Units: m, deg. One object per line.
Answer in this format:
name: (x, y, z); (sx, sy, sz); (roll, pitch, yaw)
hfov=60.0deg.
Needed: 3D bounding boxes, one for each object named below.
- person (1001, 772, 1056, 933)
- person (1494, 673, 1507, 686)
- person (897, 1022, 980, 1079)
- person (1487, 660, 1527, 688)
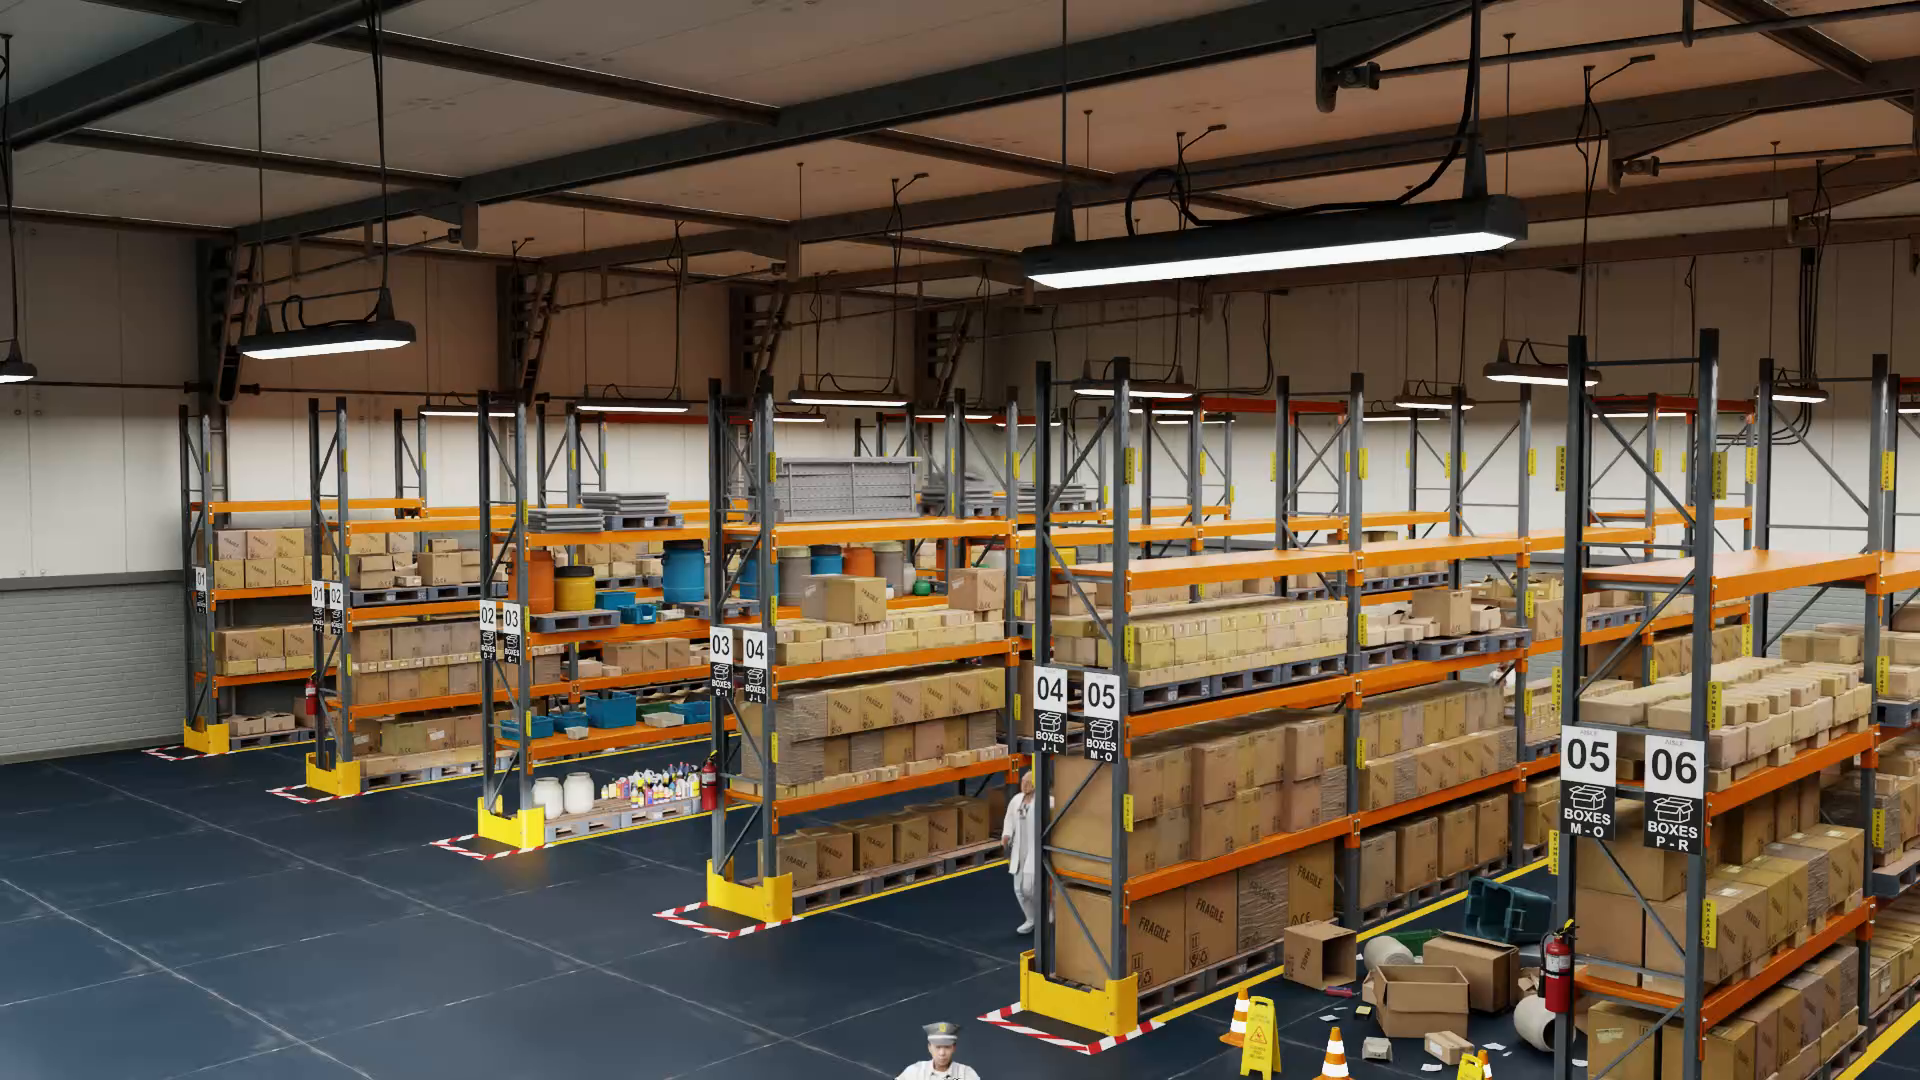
person: (0.768, 3.356, 17.864); (0.745, 1.739, 0.652); (2, 4, 35)
person: (8.190, 2.941, 25.279); (0.814, 1.844, 0.687); (-3, 4, -45)
person: (-0.122, 3.782, 10.146); (0.581, 1.755, 0.757); (0, 3, -5)
person: (9.337, 2.813, 28.460); (0.704, 1.754, 0.731); (2, 3, 27)
